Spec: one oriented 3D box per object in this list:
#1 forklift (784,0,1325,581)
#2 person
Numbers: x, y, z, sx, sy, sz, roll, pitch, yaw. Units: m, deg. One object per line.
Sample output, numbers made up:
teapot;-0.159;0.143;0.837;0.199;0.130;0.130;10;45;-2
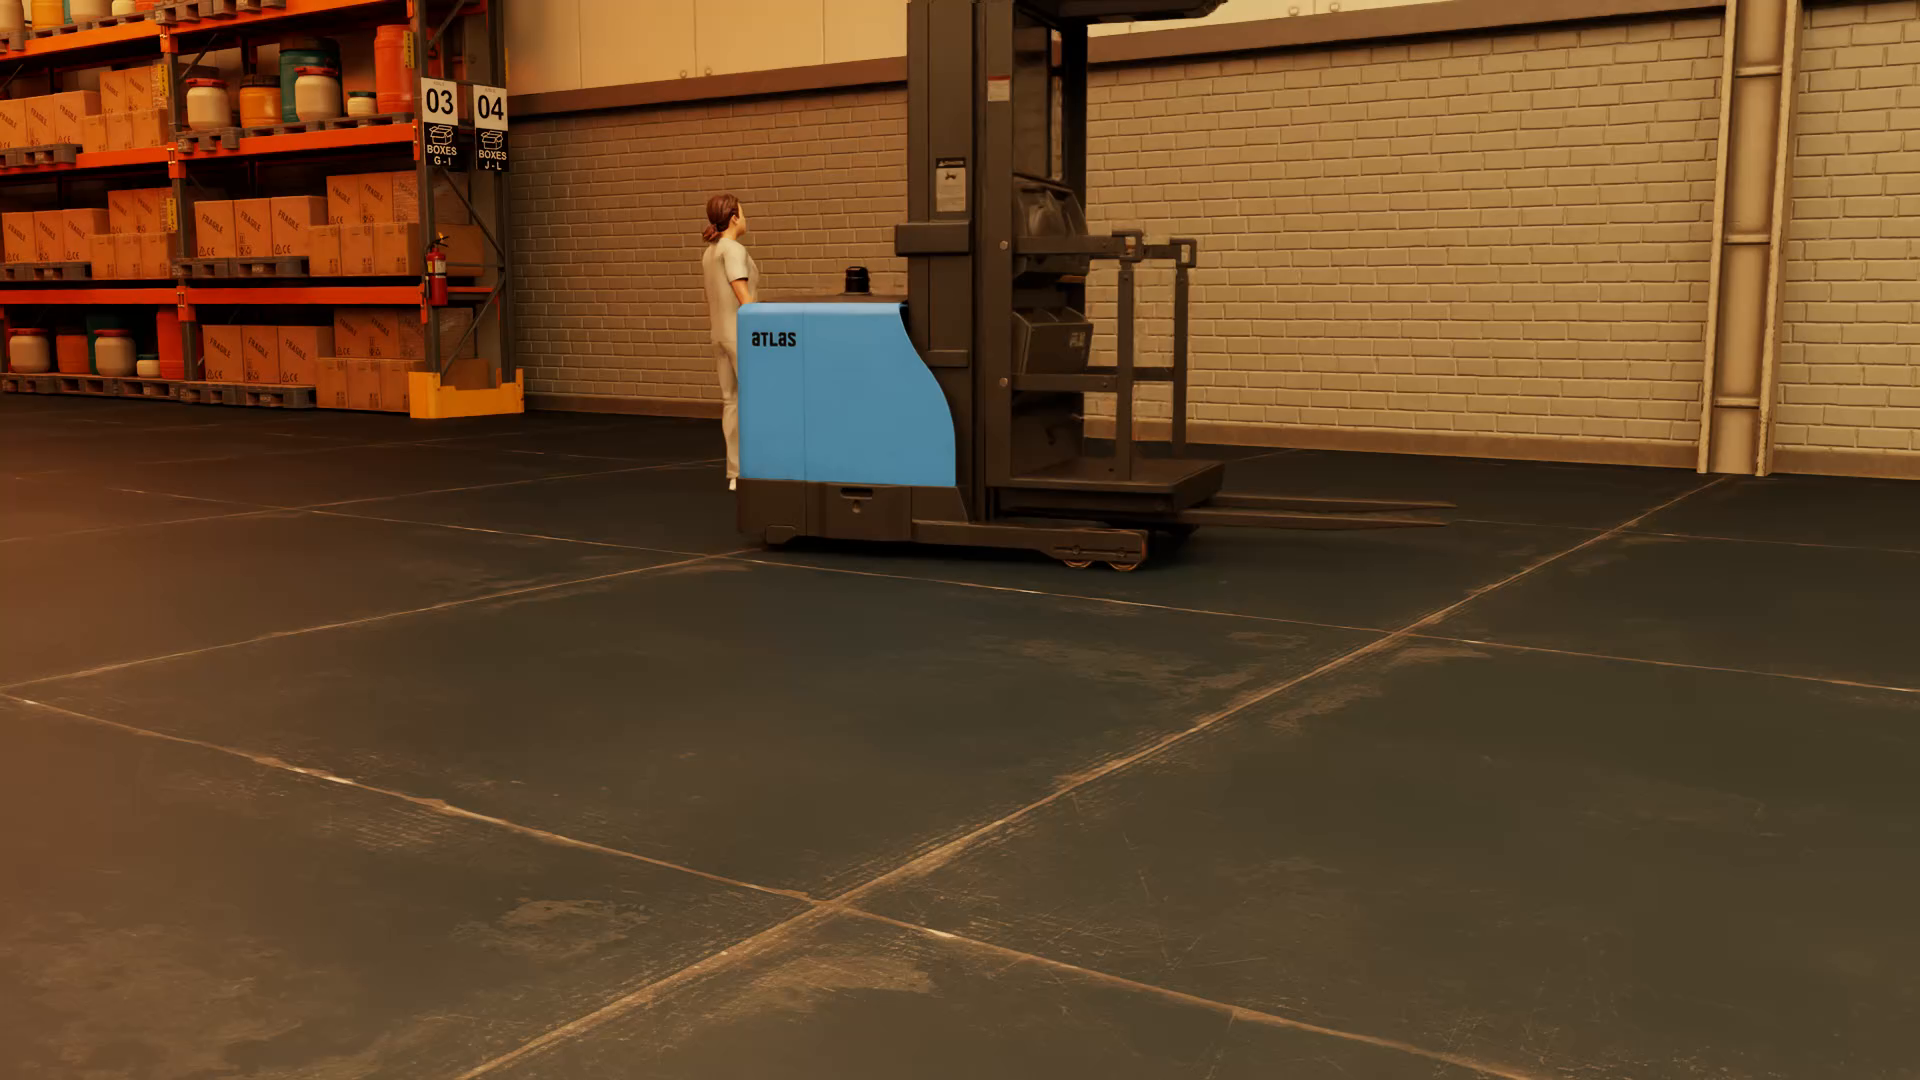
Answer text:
forklift;0.279;-1.361;6.763;1.130;2.935;3.031;-4;9;-27
person;-1.193;-1.113;9.466;0.549;1.662;0.548;-5;10;-33
